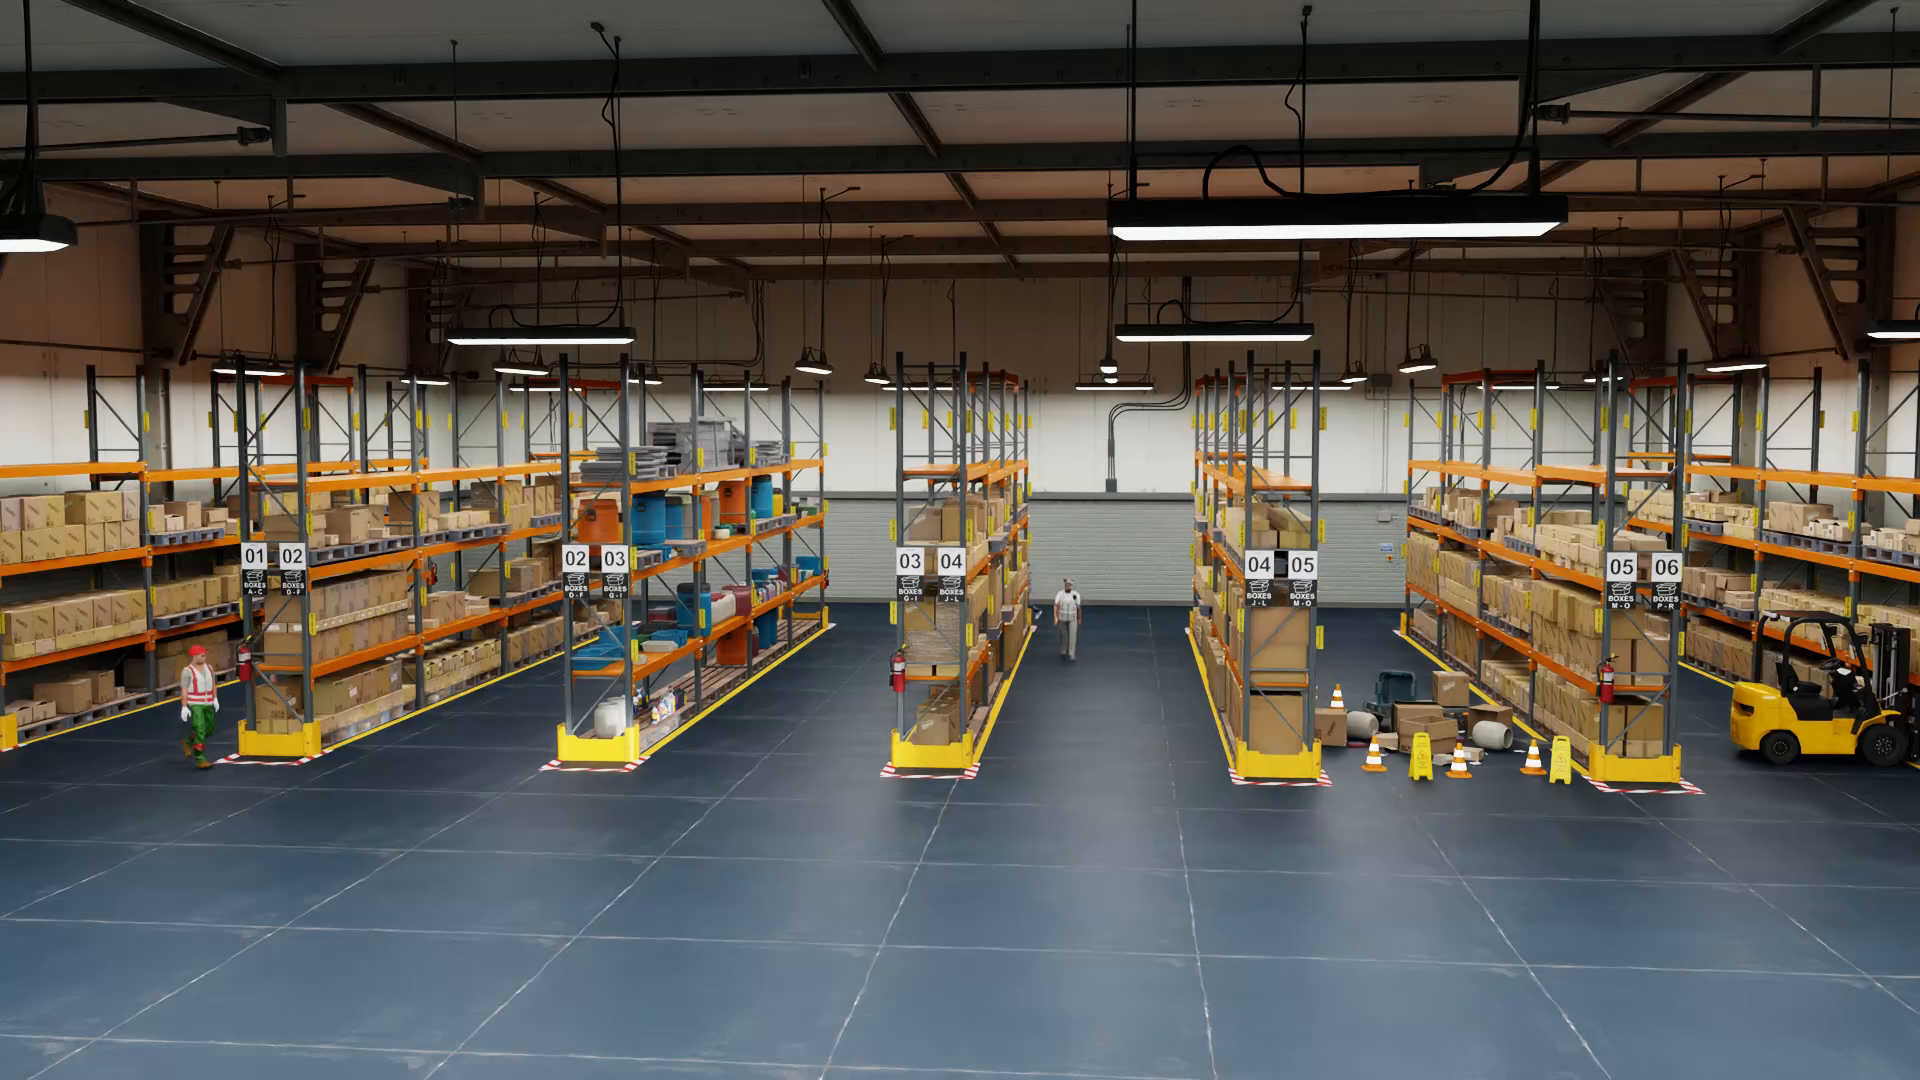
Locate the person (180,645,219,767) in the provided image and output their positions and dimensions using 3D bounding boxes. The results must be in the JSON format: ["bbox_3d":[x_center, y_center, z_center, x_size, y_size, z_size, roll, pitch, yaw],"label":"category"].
[{"bbox_3d":[-11.115,2.399,24.209,0.831,1.762,0.635,2,5,26],"label":"person"}]

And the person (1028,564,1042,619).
[{"bbox_3d":[1.670,1.272,41.248,0.759,1.569,0.410,0,4,-7],"label":"person"}]

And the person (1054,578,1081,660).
[{"bbox_3d":[2.269,1.644,35.043,0.593,1.712,1.099,0,4,2],"label":"person"}]

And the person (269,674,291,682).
[{"bbox_3d":[-12.725,1.945,31.226,0.524,1.605,1.030,-1,4,-8],"label":"person"}]
